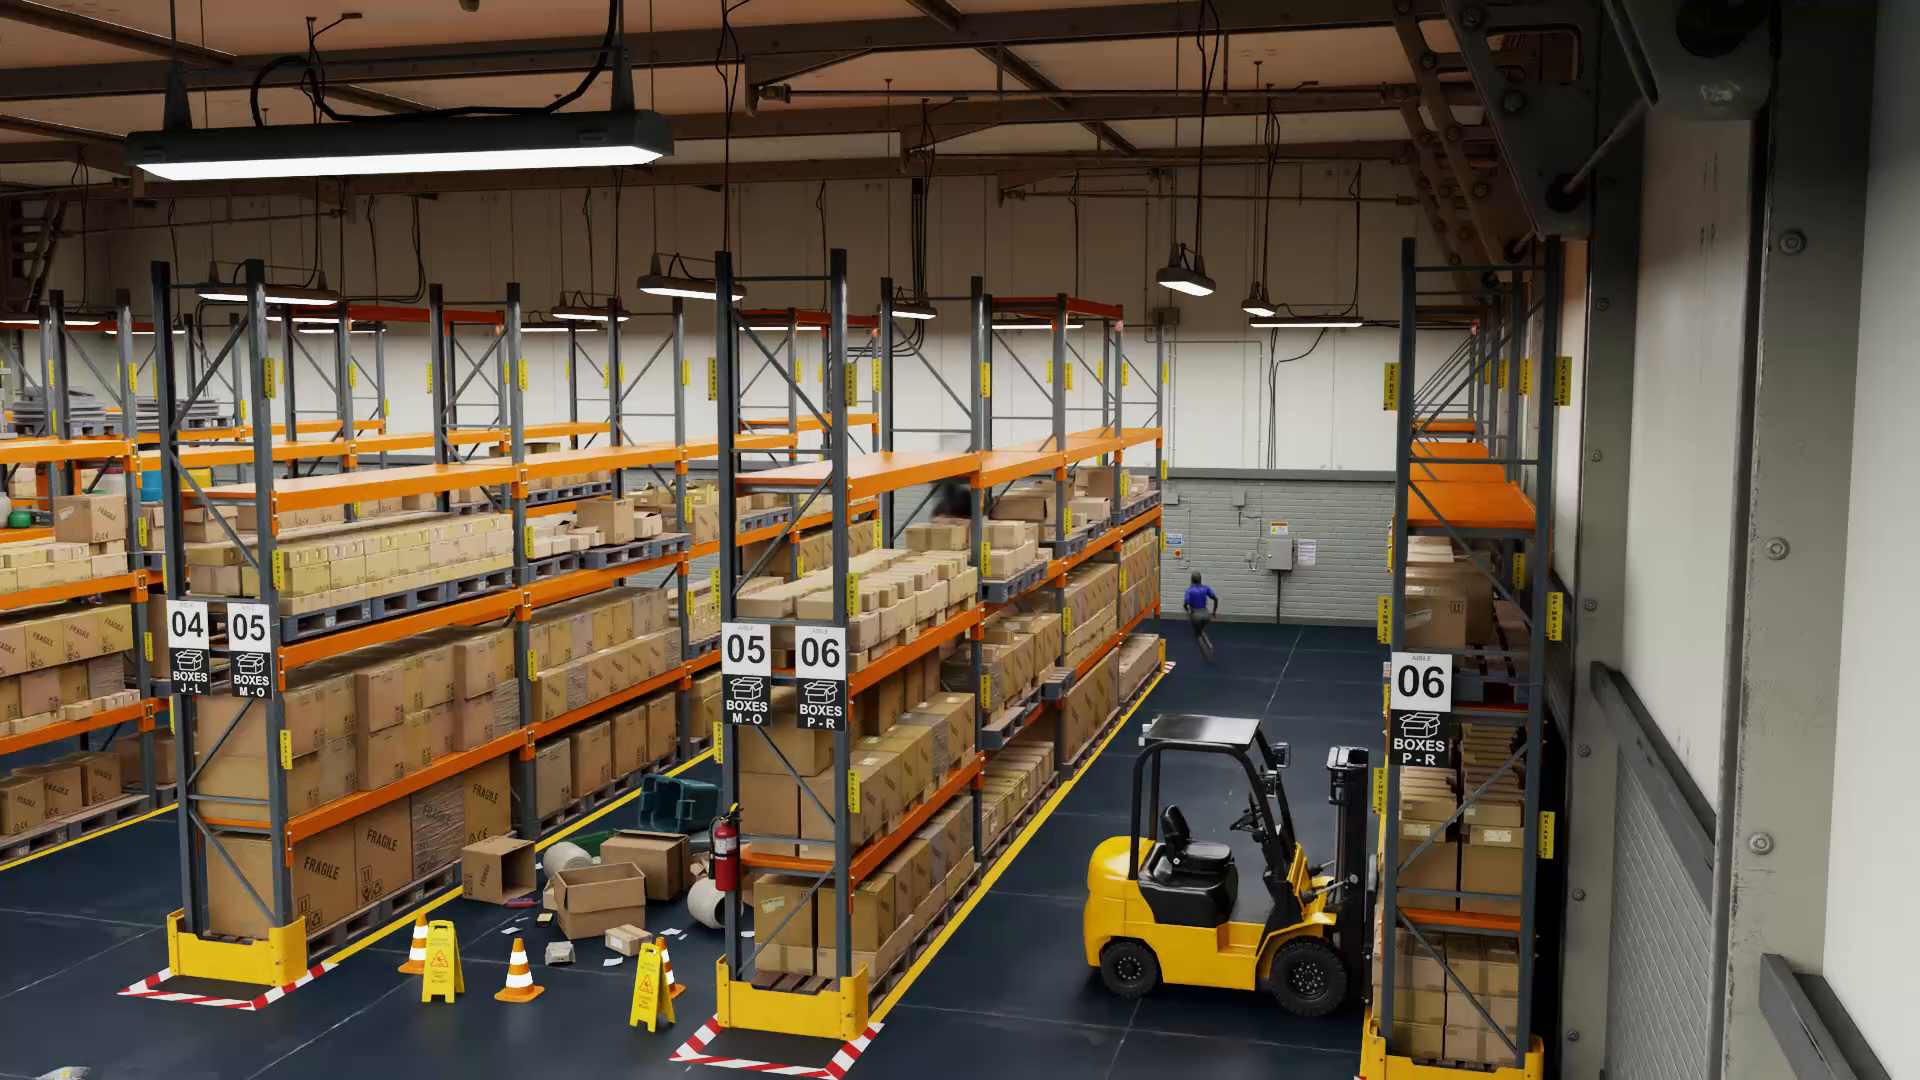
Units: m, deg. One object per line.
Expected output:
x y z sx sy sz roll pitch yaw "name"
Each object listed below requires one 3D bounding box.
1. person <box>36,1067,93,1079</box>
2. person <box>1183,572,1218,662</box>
-4.477 3.456 8.354 0.560 1.659 0.576 -4 7 -33 "person"
4.123 1.323 28.891 0.591 1.581 0.547 -2 6 -20 "person"
